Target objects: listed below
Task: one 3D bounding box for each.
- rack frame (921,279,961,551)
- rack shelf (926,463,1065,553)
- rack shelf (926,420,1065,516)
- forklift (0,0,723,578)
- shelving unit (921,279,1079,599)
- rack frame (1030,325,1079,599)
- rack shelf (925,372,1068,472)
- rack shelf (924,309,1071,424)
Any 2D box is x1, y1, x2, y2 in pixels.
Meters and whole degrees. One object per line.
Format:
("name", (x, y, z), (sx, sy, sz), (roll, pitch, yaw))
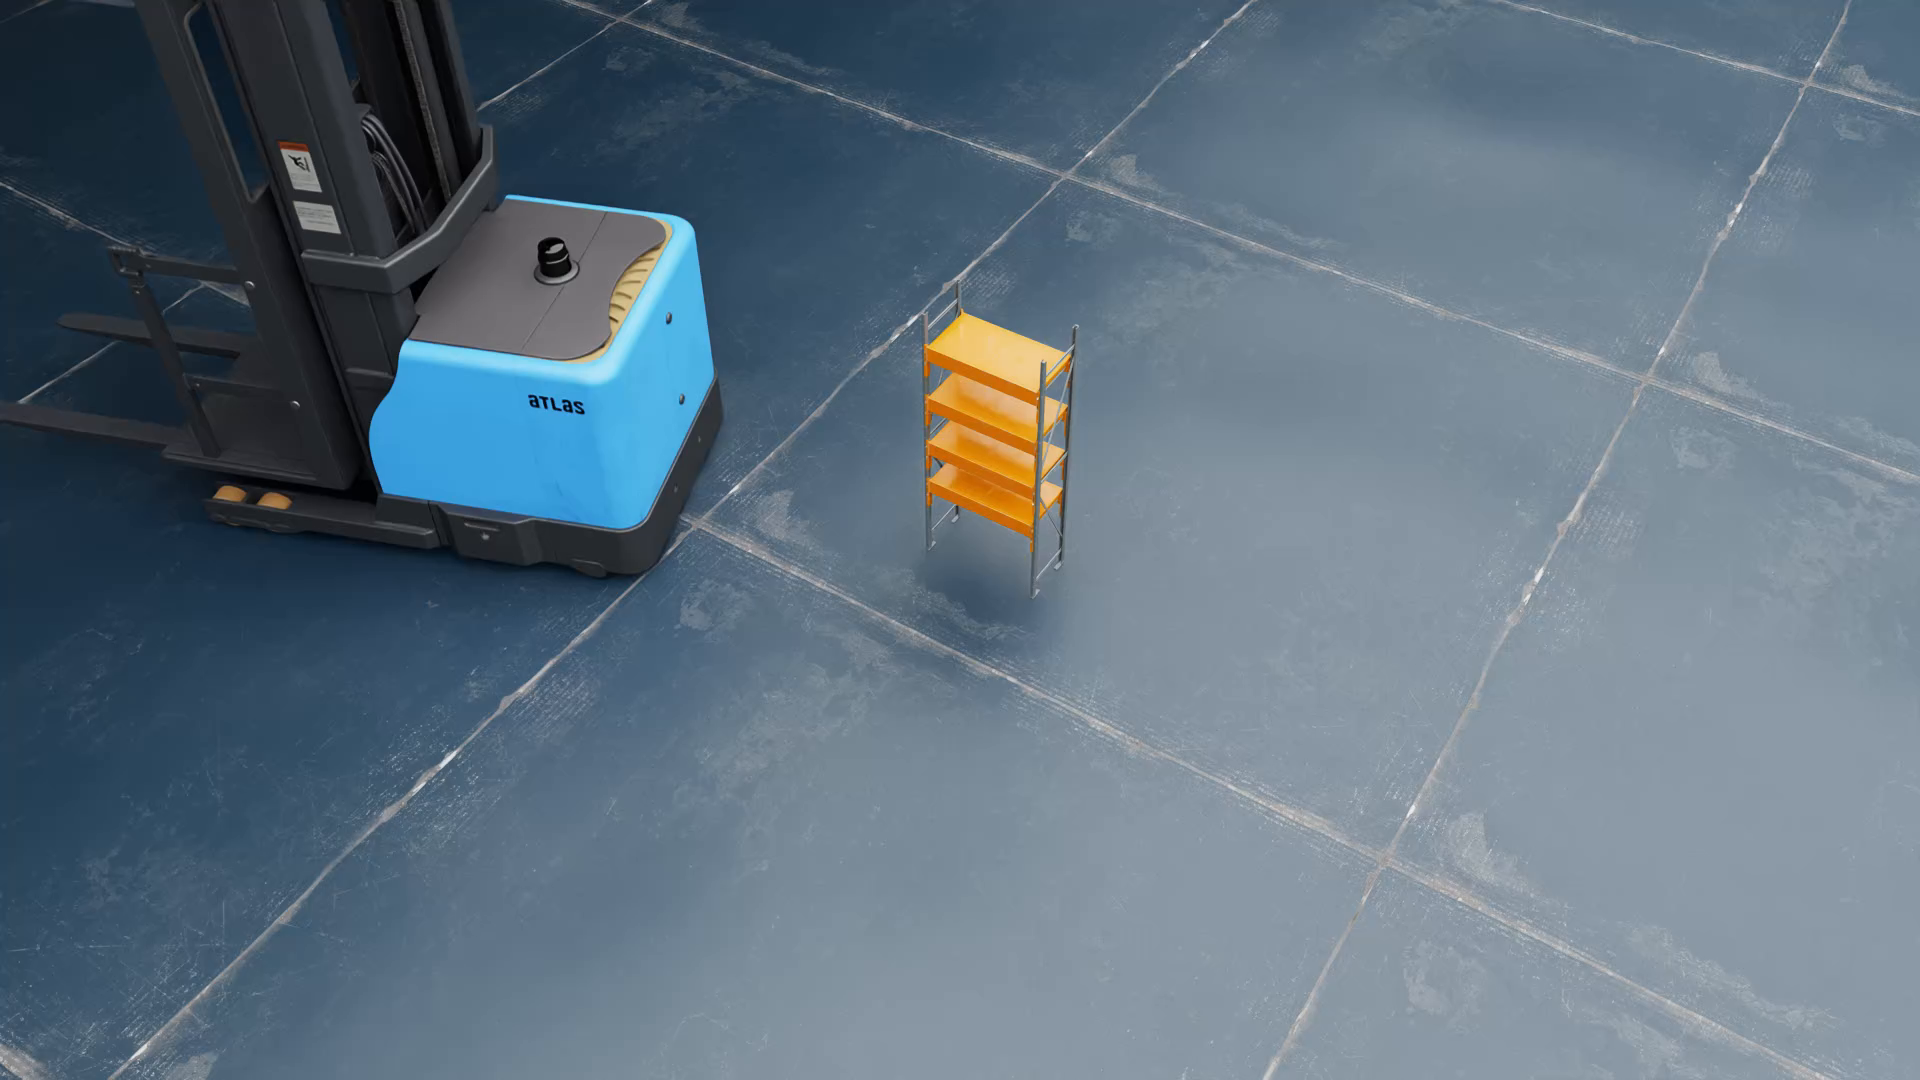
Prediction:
("rack frame", (-0.066, -0.449, 6.349), (0.015, 1.200, 0.240), (25, 51, 22))
("rack shelf", (0.139, -0.169, 6.448), (0.480, 0.148, 0.258), (25, 51, 22))
("rack shelf", (0.139, -0.307, 6.306), (0.480, 0.148, 0.258), (25, 51, 22))
("forklift", (-2.590, -1.414, 6.080), (3.031, 2.935, 1.130), (9, 46, 8))
("shelving unit", (0.139, -0.354, 6.257), (0.503, 1.200, 0.258), (25, 51, 22))
("rack frame", (0.345, -0.260, 6.166), (0.015, 1.200, 0.240), (25, 51, 22))
("rack shelf", (0.139, -0.463, 6.145), (0.480, 0.148, 0.258), (25, 51, 22))
("rack shelf", (0.139, -0.628, 5.976), (0.480, 0.148, 0.258), (25, 51, 22))
